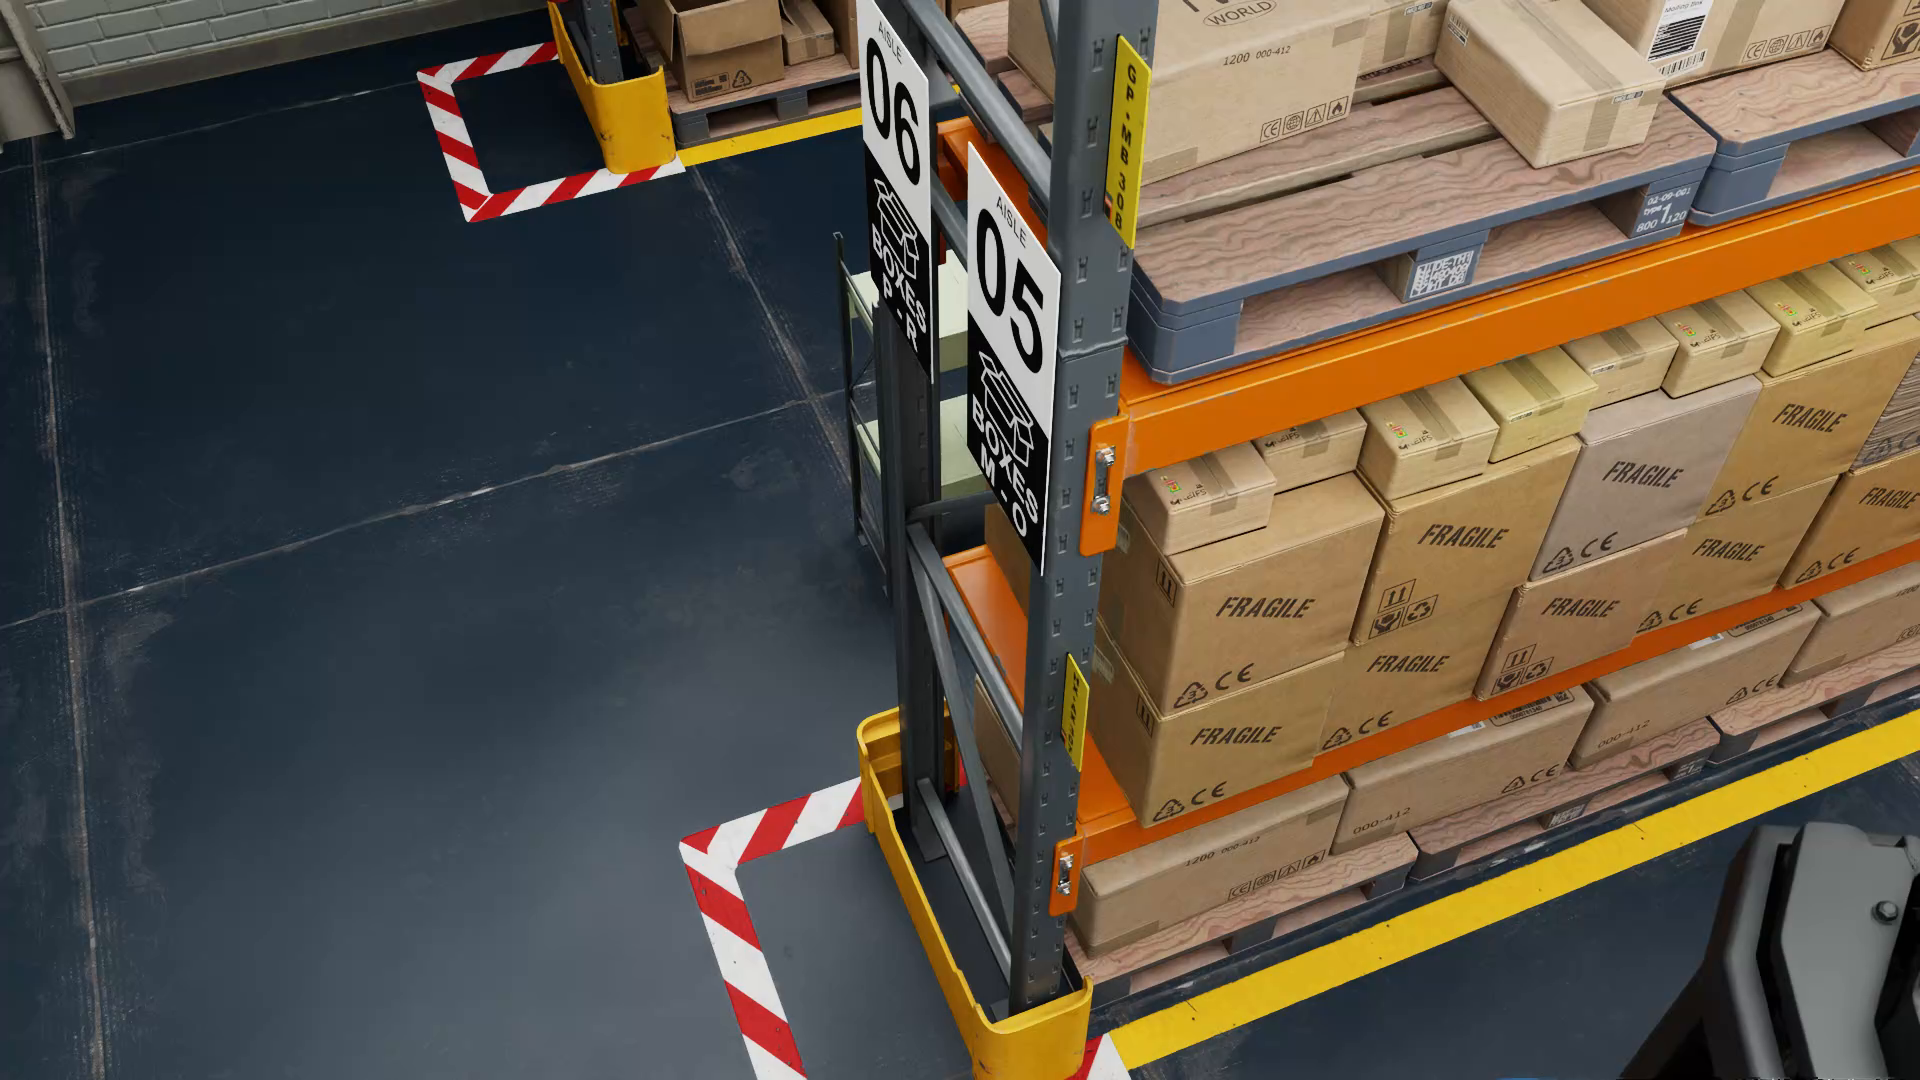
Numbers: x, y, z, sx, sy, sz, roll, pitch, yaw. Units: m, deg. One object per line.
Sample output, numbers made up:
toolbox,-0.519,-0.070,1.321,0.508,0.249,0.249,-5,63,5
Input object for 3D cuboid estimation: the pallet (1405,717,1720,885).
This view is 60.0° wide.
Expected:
pallet,1.886,0.577,5.956,1.213,0.211,1.003,-17,52,-14

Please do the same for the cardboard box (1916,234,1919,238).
cardboard box,2.379,-0.783,4.133,0.250,0.149,0.380,-18,52,-15

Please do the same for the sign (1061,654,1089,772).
sign,0.252,0.384,3.661,0.005,0.325,0.100,-17,52,-14

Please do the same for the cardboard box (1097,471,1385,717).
cardboard box,0.600,0.004,3.885,0.500,0.500,0.500,-18,52,-15

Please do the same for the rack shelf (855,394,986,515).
rack shelf,0.006,-0.278,6.271,0.720,0.370,0.431,-17,52,-14

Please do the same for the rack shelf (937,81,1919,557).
rack shelf,1.899,-1.017,3.983,4.000,0.370,1.077,-17,52,-14

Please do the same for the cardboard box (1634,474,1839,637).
cardboard box,1.994,-0.122,4.652,0.500,0.500,0.500,-16,51,-13

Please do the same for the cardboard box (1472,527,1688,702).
cardboard box,1.536,0.033,4.519,0.500,0.500,0.500,-17,52,-14

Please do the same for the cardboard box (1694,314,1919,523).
cardboard box,2.011,-0.446,4.271,0.500,0.500,0.500,-17,51,-14

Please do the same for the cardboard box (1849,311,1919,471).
cardboard box,2.478,-0.584,4.390,0.500,0.500,0.500,-17,51,-14

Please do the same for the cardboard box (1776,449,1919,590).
cardboard box,2.484,-0.261,4.772,0.500,0.500,0.500,-18,52,-15

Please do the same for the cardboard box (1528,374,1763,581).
cardboard box,1.549,-0.302,4.148,0.500,0.500,0.500,-18,52,-15

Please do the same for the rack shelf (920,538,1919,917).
rack shelf,1.899,-0.039,5.121,4.000,0.370,1.077,-17,52,-14

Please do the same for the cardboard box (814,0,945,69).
cardboard box,-0.424,-2.834,8.418,0.500,0.500,0.700,-15,51,-13

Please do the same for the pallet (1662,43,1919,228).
pallet,1.862,-1.221,3.744,1.213,0.211,1.003,-17,52,-14

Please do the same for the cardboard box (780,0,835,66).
cardboard box,-0.822,-2.596,8.446,0.250,0.149,0.380,-19,52,-16

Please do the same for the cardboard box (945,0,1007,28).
cardboard box,0.103,-2.916,8.488,0.500,0.500,0.500,-16,51,-14

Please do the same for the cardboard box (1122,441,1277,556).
cardboard box,0.481,-0.177,3.613,0.250,0.149,0.380,-16,51,-13

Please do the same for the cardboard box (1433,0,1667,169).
cardboard box,1.142,-0.915,3.245,0.250,0.149,0.380,-16,51,-13

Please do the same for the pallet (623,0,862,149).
pallet,-1.024,-2.528,8.622,1.213,0.211,1.003,-17,52,-14

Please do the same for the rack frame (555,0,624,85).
rack frame,-1.832,-3.185,7.349,0.127,3.000,1.000,-17,52,-14

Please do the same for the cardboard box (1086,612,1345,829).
cardboard box,0.601,0.331,4.263,0.500,0.500,0.500,-18,52,-15

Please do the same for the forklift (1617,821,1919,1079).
forklift,1.908,1.691,3.207,3.031,2.935,1.130,4,49,3

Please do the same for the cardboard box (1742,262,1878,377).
cardboard box,1.933,-0.592,3.970,0.250,0.149,0.380,-18,52,-15

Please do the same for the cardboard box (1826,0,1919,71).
cardboard box,1.971,-1.352,3.389,0.500,0.500,0.500,-16,51,-14

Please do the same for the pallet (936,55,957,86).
pallet,0.103,-2.875,8.920,1.213,0.211,1.003,-17,52,-14

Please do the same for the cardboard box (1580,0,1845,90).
cardboard box,1.453,-1.212,3.393,0.500,0.311,0.500,-16,51,-14

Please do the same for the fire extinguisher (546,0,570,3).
fire extinguisher,-1.794,-2.671,7.205,0.183,0.674,0.296,-17,52,-14

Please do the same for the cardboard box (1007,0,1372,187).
cardboard box,0.430,-0.990,3.243,0.500,0.250,0.500,-22,53,-18

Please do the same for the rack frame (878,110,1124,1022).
rack frame,0.048,0.300,4.356,0.127,3.000,1.000,-17,52,-14

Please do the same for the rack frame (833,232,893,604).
rack frame,-0.333,-0.386,5.933,0.023,1.500,0.400,-17,52,-14

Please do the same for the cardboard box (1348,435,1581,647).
cardboard box,1.076,-0.149,4.017,0.500,0.500,0.500,-18,52,-15

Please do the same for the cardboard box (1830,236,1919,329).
cardboard box,2.157,-0.702,4.064,0.250,0.149,0.380,-17,52,-14

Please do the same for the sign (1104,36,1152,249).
sign,0.252,-0.596,2.520,0.005,0.325,0.100,-17,52,-14

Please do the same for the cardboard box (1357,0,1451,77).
cardboard box,0.788,-1.134,3.433,0.250,0.149,0.380,-21,52,-17

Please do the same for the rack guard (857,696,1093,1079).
rack guard,0.026,1.121,5.298,0.348,0.500,1.175,-17,52,-14

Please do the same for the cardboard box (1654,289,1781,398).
cardboard box,1.688,-0.539,3.924,0.250,0.149,0.380,-17,51,-14

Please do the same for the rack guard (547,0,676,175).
rack guard,-1.762,-2.392,8.316,0.348,0.500,1.175,-17,52,-14

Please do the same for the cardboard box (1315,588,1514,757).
cardboard box,1.059,0.167,4.404,0.500,0.500,0.500,-18,52,-15

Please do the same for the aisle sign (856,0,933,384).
aisle sign,-0.136,-0.744,3.539,0.004,0.787,0.394,-17,52,-14

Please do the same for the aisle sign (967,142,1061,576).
aisle sign,0.091,-0.323,3.177,0.004,0.787,0.394,-17,52,-14

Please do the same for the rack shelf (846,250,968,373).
rack shelf,0.006,-0.745,5.727,0.720,0.370,0.431,-17,52,-14

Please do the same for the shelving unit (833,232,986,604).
shelving unit,0.006,-0.491,6.023,0.755,1.500,0.431,-17,52,-14

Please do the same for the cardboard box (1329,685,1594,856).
cardboard box,1.465,0.470,5.622,0.875,0.438,0.875,-16,51,-13

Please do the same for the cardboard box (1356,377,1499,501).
cardboard box,0.981,-0.296,3.715,0.250,0.149,0.380,-16,51,-13

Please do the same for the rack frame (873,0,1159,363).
rack frame,0.048,-1.654,2.080,0.127,3.000,1.000,-17,52,-14

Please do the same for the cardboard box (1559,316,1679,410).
cardboard box,1.441,-0.497,3.888,0.250,0.149,0.380,-17,51,-14

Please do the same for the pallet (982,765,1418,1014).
pallet,0.759,0.924,5.658,1.213,0.211,1.003,-17,52,-14

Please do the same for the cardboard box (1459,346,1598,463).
cardboard box,1.218,-0.384,3.791,0.250,0.149,0.380,-19,52,-15

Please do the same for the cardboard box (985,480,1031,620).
cardboard box,0.394,-0.057,4.596,0.500,0.500,0.500,-17,51,-14

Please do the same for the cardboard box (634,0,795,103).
cardboard box,-1.230,-2.617,8.230,0.637,0.503,0.797,-19,52,-16

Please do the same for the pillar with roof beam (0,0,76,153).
pillar with roof beam,-3.041,-1.976,2.356,0.400,9.000,9.100,-17,52,-14

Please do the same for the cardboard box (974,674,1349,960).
cardboard box,0.621,0.738,5.391,0.875,0.438,0.875,-19,52,-15

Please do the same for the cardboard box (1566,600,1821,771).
cardboard box,2.301,0.213,5.843,0.875,0.438,0.875,-19,52,-15

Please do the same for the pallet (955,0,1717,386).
pallet,0.731,-0.868,3.441,1.213,0.211,1.003,-17,52,-14

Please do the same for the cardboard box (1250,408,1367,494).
cardboard box,0.697,-0.302,3.720,0.250,0.149,0.380,-16,51,-13

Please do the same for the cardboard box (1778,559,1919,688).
cardboard box,3.129,-0.045,6.064,0.875,0.438,0.875,-18,52,-15

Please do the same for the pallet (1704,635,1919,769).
pallet,3.017,0.224,6.259,1.213,0.211,1.003,-17,52,-14
